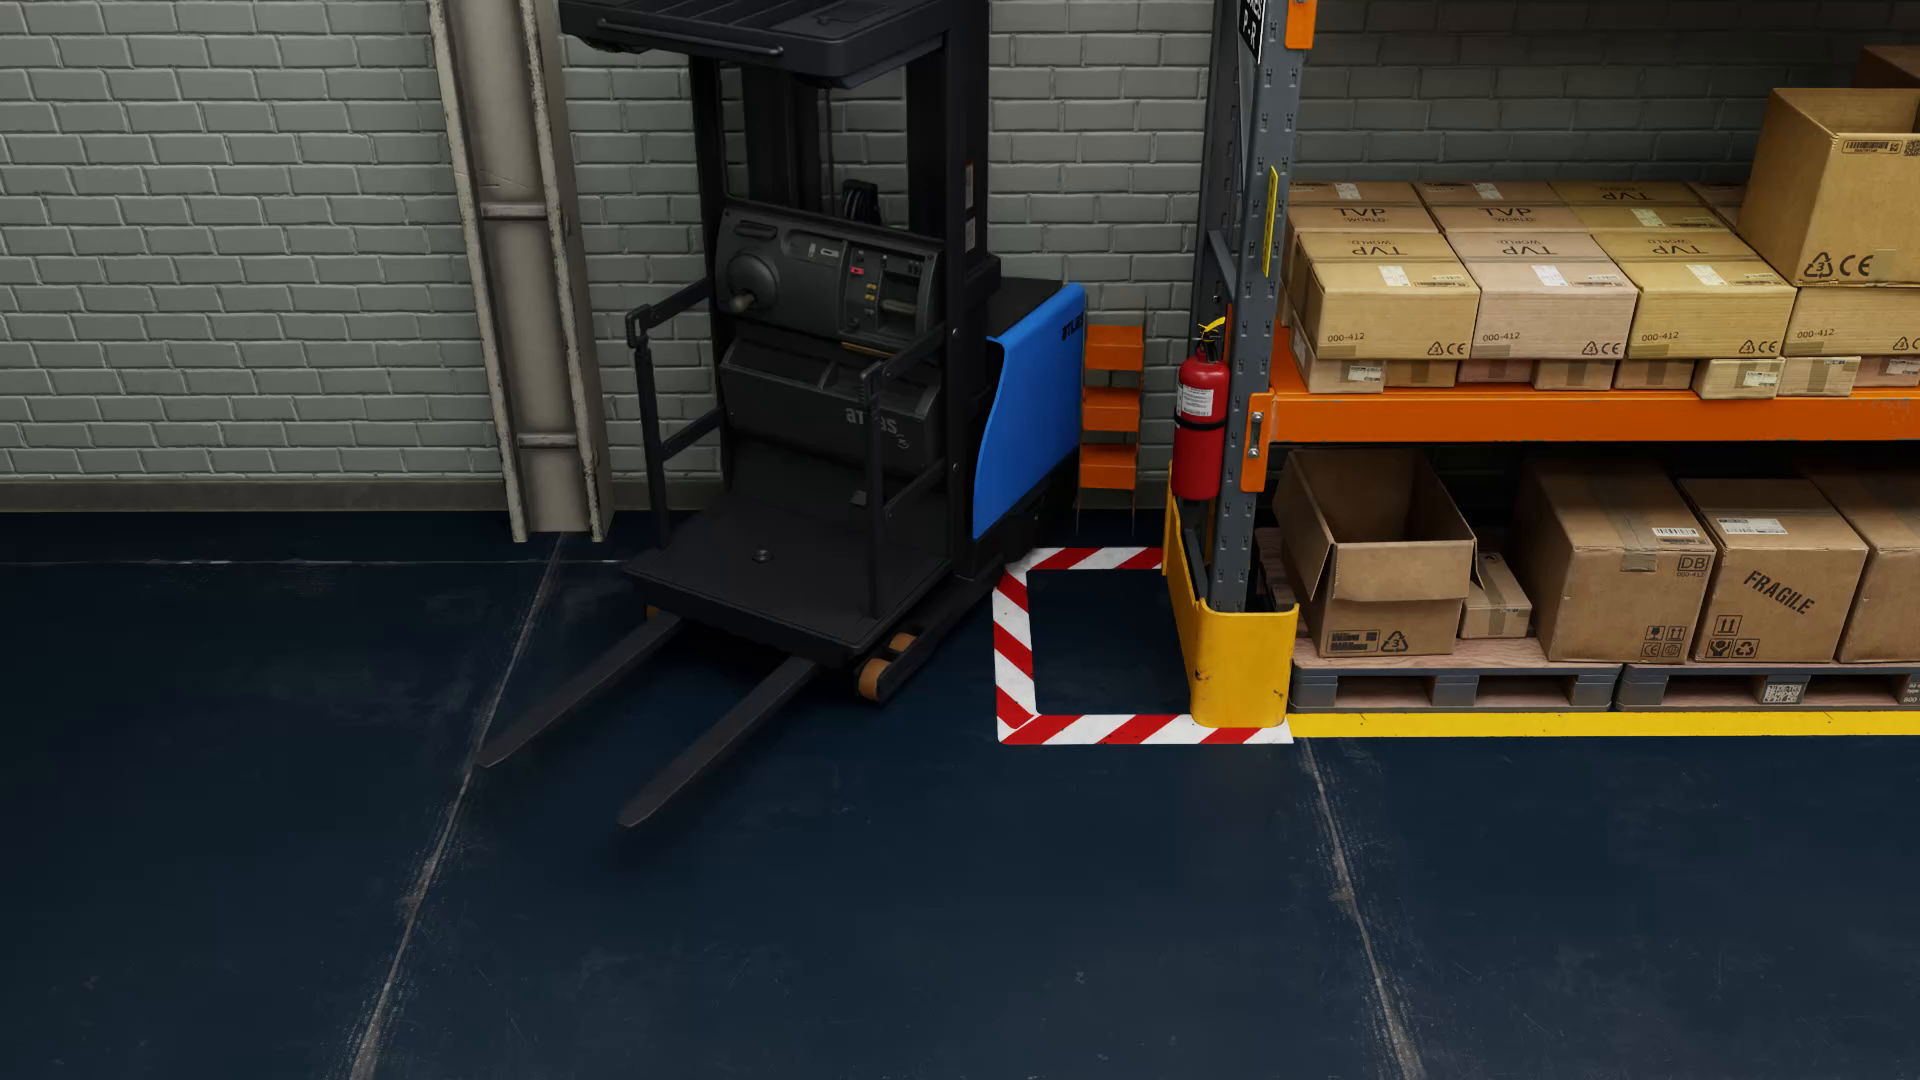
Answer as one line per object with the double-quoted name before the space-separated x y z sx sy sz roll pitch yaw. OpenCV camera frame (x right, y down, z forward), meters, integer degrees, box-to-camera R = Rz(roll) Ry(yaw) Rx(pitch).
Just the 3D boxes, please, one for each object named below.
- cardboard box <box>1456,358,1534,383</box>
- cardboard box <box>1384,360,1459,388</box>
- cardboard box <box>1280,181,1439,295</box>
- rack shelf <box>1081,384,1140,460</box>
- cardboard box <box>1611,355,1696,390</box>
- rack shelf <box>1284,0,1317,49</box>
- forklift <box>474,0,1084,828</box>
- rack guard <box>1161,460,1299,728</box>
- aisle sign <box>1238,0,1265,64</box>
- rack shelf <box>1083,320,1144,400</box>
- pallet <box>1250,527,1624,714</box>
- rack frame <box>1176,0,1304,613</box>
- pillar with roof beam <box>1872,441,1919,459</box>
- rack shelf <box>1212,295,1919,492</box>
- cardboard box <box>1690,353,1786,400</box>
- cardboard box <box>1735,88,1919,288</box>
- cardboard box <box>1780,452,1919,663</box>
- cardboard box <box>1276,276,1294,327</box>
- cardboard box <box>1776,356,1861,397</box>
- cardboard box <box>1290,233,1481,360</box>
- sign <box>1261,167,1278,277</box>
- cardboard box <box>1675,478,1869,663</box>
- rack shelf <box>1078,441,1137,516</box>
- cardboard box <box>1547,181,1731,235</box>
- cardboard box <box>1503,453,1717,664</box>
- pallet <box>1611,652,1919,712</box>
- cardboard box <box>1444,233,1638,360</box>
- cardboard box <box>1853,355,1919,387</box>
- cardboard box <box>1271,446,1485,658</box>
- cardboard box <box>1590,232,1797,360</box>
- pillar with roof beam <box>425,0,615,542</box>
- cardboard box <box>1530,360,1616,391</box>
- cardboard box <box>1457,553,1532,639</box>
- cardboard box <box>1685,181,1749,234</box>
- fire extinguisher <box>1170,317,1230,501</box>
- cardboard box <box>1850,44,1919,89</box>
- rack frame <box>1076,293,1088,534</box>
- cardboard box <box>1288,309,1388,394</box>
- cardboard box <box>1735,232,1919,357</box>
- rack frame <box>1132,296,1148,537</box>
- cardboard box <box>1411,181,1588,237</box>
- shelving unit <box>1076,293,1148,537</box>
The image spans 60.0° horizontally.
"cardboard box" 1.800 -0.690 5.738 0.250 0.149 0.380 -1 31 -1
"cardboard box" 1.538 -0.671 5.706 0.250 0.149 0.380 1 31 1
"cardboard box" 1.412 -1.097 6.024 0.500 0.250 0.500 1 31 1
"rack shelf" 0.643 -0.510 7.099 0.240 0.259 0.215 3 31 4
"cardboard box" 2.319 -0.663 5.693 0.250 0.149 0.380 0 31 0
"rack shelf" 2.953 -1.876 5.252 4.000 0.370 1.077 0 31 0
"forklift" -0.602 -0.913 5.930 1.130 2.935 3.031 16 35 25
"rack guard" 1.029 0.173 6.482 0.348 0.500 1.175 0 31 0
"aisle sign" 0.887 -1.854 4.908 0.004 0.787 0.394 0 31 0
"rack shelf" 0.643 -0.753 6.952 0.240 0.259 0.215 3 31 4
"pallet" 1.827 0.294 6.562 1.213 0.211 1.003 0 31 0
"rack frame" 0.953 -0.895 5.833 0.127 3.000 1.000 0 31 0
"pillar with roof beam" 4.278 -1.705 1.384 0.400 9.000 9.100 0 31 0
"rack shelf" 2.953 -0.594 6.030 4.000 0.370 1.077 0 31 0
"cardboard box" 2.572 -0.625 5.630 0.250 0.149 0.380 -1 31 -2
"cardboard box" 2.909 -1.145 5.381 0.500 0.500 0.500 1 31 1
"cardboard box" 3.459 0.056 6.271 0.500 0.500 0.700 -1 31 -2
"cardboard box" 1.283 -0.928 6.130 0.250 0.149 0.380 -1 31 -1
"cardboard box" 2.835 -0.636 5.649 0.250 0.149 0.380 1 31 1
"cardboard box" 1.409 -0.820 5.567 0.500 0.250 0.500 0 31 0
"sign" 0.957 -0.984 5.145 0.005 0.325 0.100 0 31 0
"cardboard box" 2.950 0.109 6.183 0.500 0.500 0.500 0 31 1
"rack shelf" 0.643 -0.273 7.243 0.240 0.259 0.215 3 31 4
"cardboard box" 2.423 -1.097 6.024 0.500 0.250 0.500 1 31 1
"cardboard box" 2.421 0.059 6.266 0.500 0.500 0.700 1 31 2
"pallet" 3.044 0.292 6.566 1.213 0.211 1.003 0 31 0
"cardboard box" 1.913 -0.821 5.570 0.500 0.250 0.500 0 31 0
"cardboard box" 3.093 -0.672 5.709 0.250 0.149 0.380 0 31 0
"cardboard box" 1.566 0.040 6.294 0.637 0.503 0.797 -1 31 -2
"cardboard box" 2.420 -0.825 5.575 0.500 0.250 0.500 -1 31 -1
"pillar with roof beam" -1.722 -1.686 1.353 0.400 9.000 9.100 0 31 0
"cardboard box" 2.054 -0.659 5.686 0.250 0.149 0.380 1 31 1
"cardboard box" 1.991 0.210 6.355 0.250 0.149 0.380 -1 31 -2
"cardboard box" 2.945 -1.099 6.027 0.500 0.250 0.500 0 31 0
"fire extinguisher" 0.809 -0.462 5.554 0.183 0.674 0.296 0 31 0
"cardboard box" 3.463 -1.424 5.841 0.500 0.500 0.500 -1 31 -2
"rack frame" 0.521 -0.525 7.103 0.008 1.050 0.200 3 31 4
"cardboard box" 1.284 -0.646 5.666 0.250 0.149 0.380 0 31 -1
"cardboard box" 2.931 -0.837 5.596 0.500 0.250 0.500 -1 31 -2
"rack frame" 0.764 -0.514 7.084 0.008 1.050 0.200 3 31 4
"cardboard box" 1.927 -1.098 6.026 0.500 0.250 0.500 0 31 0
"shelving unit" 0.643 -0.519 7.094 0.252 1.050 0.215 3 31 4
